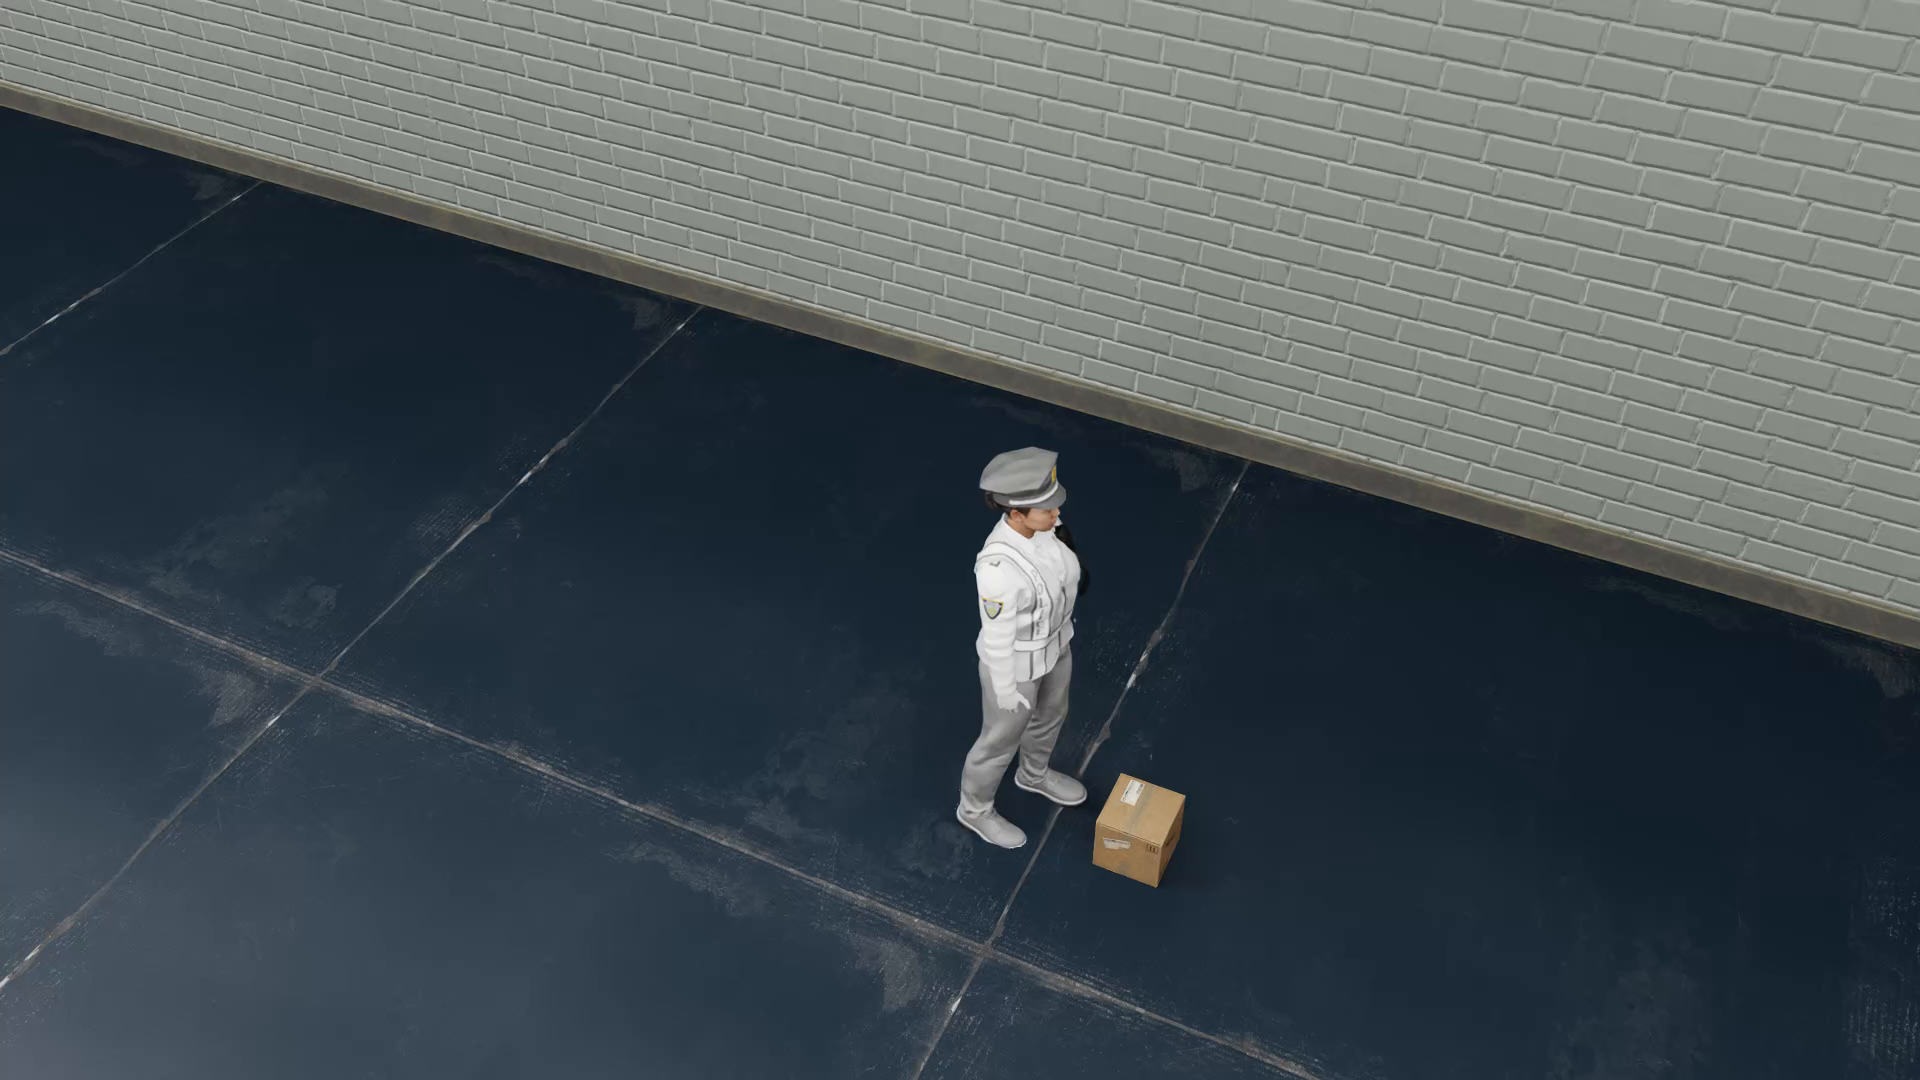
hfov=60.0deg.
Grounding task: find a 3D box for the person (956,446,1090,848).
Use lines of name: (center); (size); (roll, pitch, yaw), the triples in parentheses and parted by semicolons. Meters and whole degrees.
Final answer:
person: (0.241, 0.392, 5.731); (0.409, 1.707, 0.472); (19, 45, 19)
